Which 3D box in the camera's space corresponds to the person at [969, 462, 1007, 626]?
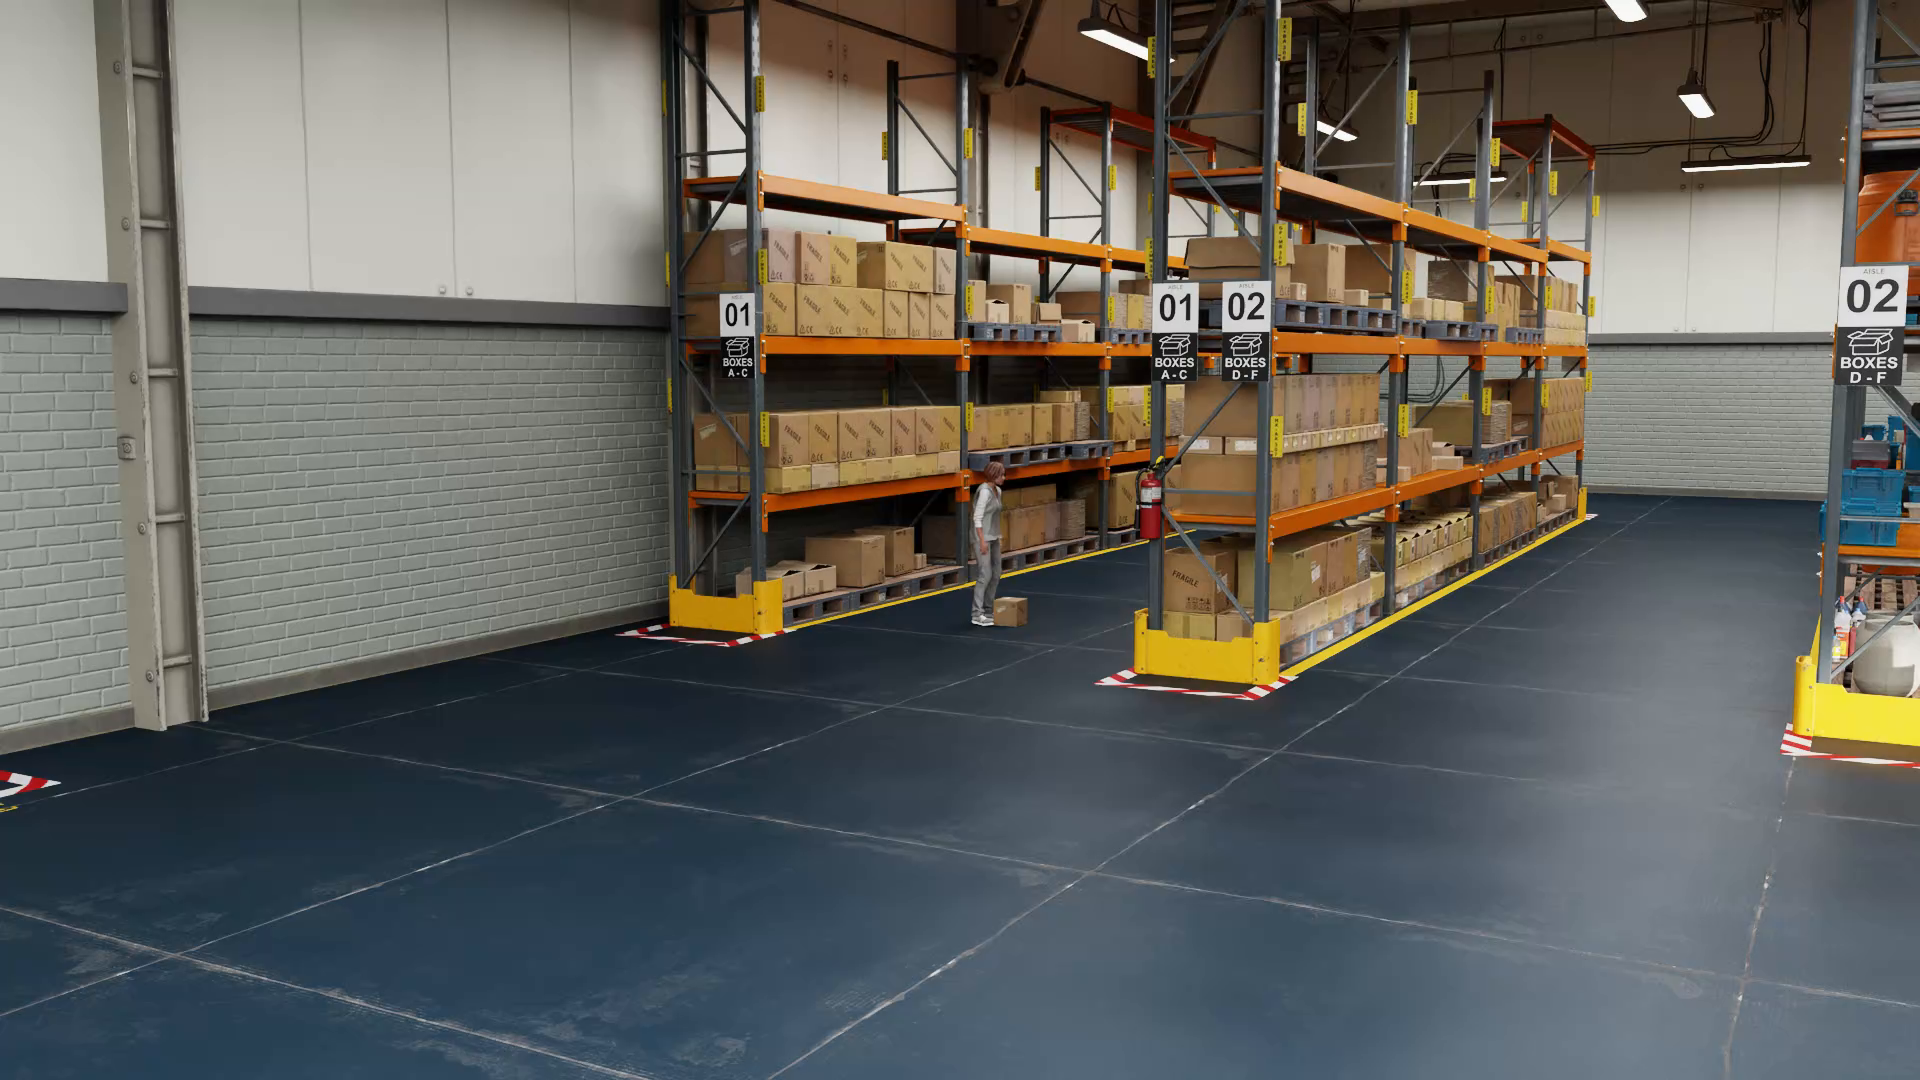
[{"bbox_3d":[0.279,0.031,16.335,0.346,1.582,0.477,3,7,27],"label":"person"}]
